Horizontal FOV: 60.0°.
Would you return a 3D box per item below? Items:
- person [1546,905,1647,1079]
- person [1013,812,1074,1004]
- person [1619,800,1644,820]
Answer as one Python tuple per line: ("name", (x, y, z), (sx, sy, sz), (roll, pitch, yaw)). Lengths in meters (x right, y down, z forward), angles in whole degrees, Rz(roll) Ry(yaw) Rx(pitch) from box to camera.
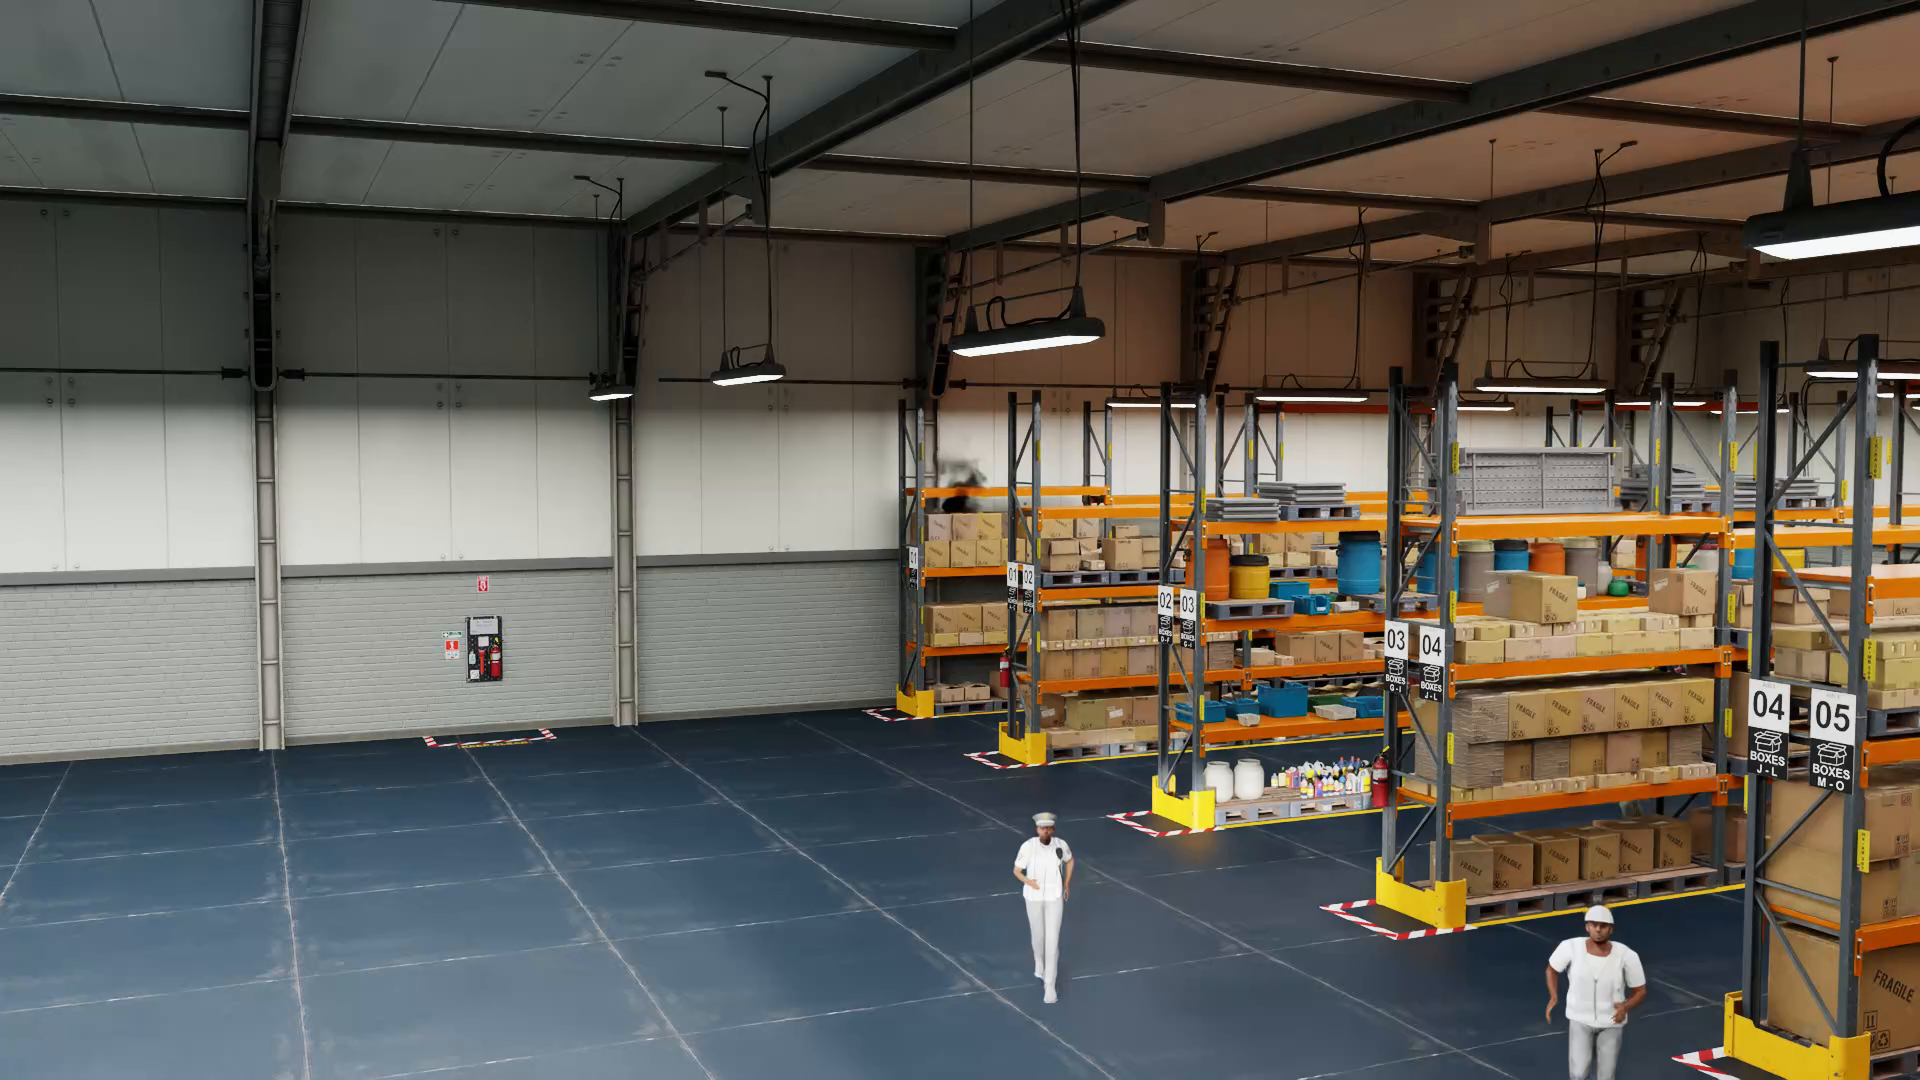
("person", (4.723, 3.575, 12.368), (0.707, 1.720, 0.580), (1, 4, 21))
("person", (0.788, 3.398, 15.692), (0.571, 1.729, 0.846), (0, 3, 5))
("person", (8.659, 3.076, 21.415), (0.691, 1.705, 0.544), (-1, 4, -24))
